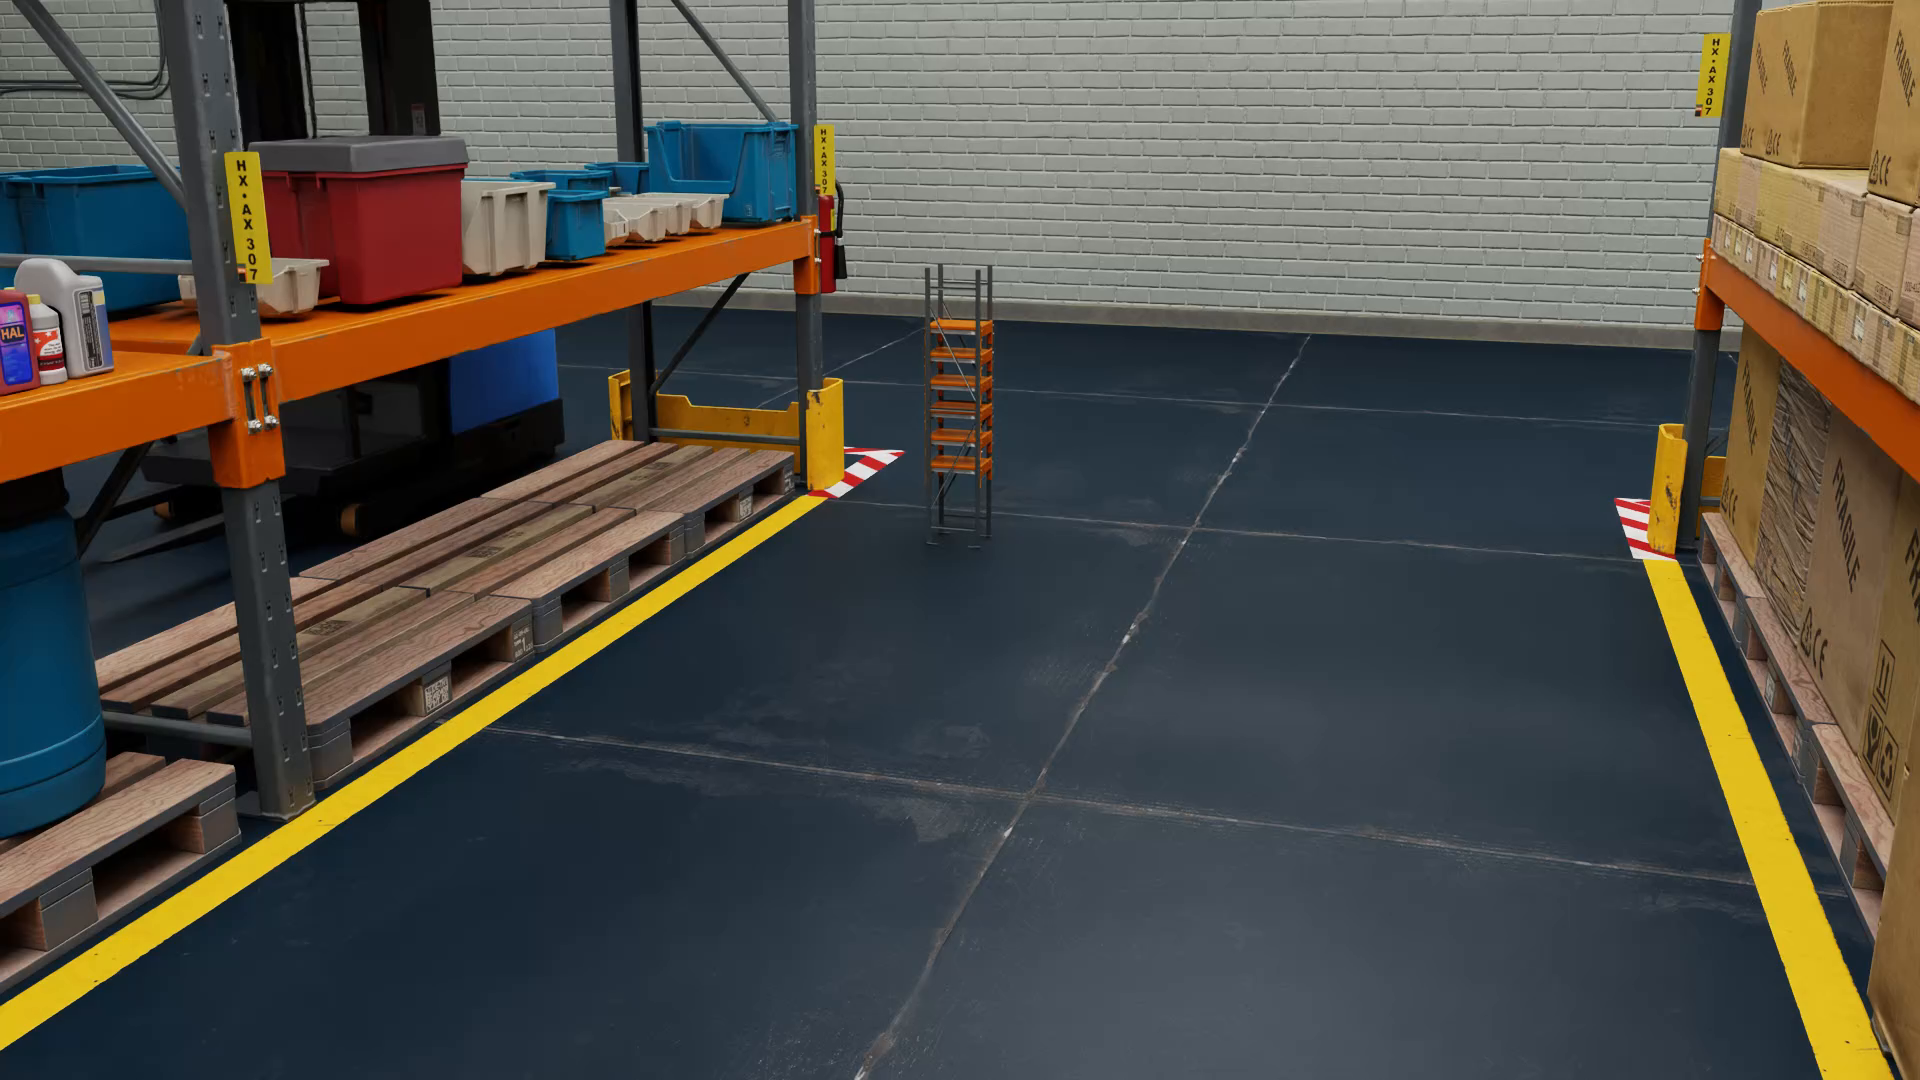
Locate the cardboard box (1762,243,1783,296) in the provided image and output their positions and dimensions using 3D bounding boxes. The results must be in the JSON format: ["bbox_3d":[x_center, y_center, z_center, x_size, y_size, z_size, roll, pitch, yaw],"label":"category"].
[{"bbox_3d":[2.794,-0.855,5.307,0.380,0.149,0.250,4,16,15],"label":"cardboard box"}]

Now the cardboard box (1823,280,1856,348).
[{"bbox_3d":[2.502,-0.587,4.361,0.380,0.149,0.250,5,17,17],"label":"cardboard box"}]

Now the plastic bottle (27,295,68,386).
[{"bbox_3d":[-2.120,-0.461,3.822,0.097,0.201,0.097,0,16,0],"label":"plastic bottle"}]

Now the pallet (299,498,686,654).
[{"bbox_3d":[-1.794,0.109,6.559,1.003,0.211,1.213,5,16,16],"label":"pallet"}]

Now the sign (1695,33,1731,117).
[{"bbox_3d":[3.044,-1.879,6.725,0.100,0.325,0.005,5,16,16],"label":"sign"}]

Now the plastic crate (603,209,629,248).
[{"bbox_3d":[-1.451,-1.210,6.472,0.298,0.136,0.250,5,16,16],"label":"plastic crate"}]

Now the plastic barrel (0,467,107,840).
[{"bbox_3d":[-2.482,0.231,4.093,0.600,0.901,0.708,5,16,16],"label":"plastic barrel"}]

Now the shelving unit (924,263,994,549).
[{"bbox_3d":[-0.004,-0.573,7.152,0.258,1.200,0.189,5,16,16],"label":"shelving unit"}]

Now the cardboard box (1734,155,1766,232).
[{"bbox_3d":[3.038,-1.209,5.826,0.500,0.250,0.500,4,16,15],"label":"cardboard box"}]

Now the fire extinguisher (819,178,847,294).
[{"bbox_3d":[-0.696,-1.551,8.127,0.296,0.674,0.183,5,16,16],"label":"fire extinguisher"}]

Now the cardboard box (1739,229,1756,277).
[{"bbox_3d":[2.940,-0.989,5.779,0.380,0.149,0.250,4,16,15],"label":"cardboard box"}]

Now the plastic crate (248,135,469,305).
[{"bbox_3d":[-1.817,-0.991,5.099,0.402,0.464,0.583,5,16,16],"label":"plastic crate"}]

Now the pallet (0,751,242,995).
[{"bbox_3d":[-2.570,0.823,4.041,1.003,0.211,1.213,5,16,16],"label":"pallet"}]

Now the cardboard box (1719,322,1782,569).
[{"bbox_3d":[3.469,-0.386,6.317,0.875,0.875,0.875,5,16,16],"label":"cardboard box"}]

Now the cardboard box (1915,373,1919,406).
[{"bbox_3d":[2.210,-0.317,3.412,0.380,0.149,0.250,5,17,16],"label":"cardboard box"}]

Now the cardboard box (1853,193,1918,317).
[{"bbox_3d":[2.456,-0.676,3.944,0.500,0.250,0.500,5,17,18],"label":"cardboard box"}]

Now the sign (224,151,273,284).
[{"bbox_3d":[-1.784,-0.807,4.171,0.100,0.325,0.005,5,16,16],"label":"sign"}]

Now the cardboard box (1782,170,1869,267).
[{"bbox_3d":[2.748,-0.941,4.881,0.500,0.250,0.500,4,16,15],"label":"cardboard box"}]

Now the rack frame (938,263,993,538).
[{"bbox_3d":[0.022,-0.597,7.237,0.240,1.200,0.006,5,16,16],"label":"rack frame"}]

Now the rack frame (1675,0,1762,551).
[{"bbox_3d":[3.575,-1.380,6.696,1.000,3.000,0.127,5,16,16],"label":"rack frame"}]

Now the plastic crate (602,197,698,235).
[{"bbox_3d":[-1.329,-1.364,7.013,0.396,0.136,0.243,5,16,16],"label":"plastic crate"}]

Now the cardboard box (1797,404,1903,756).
[{"bbox_3d":[2.958,0.085,4.657,0.875,0.875,0.875,5,16,16],"label":"cardboard box"}]

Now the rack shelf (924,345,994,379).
[{"bbox_3d":[-0.004,-0.762,7.099,0.258,0.103,0.180,5,16,16],"label":"rack shelf"}]

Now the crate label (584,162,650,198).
[{"bbox_3d":[-1.560,-1.673,7.928,0.416,0.233,0.303,5,16,16],"label":"crate label"}]

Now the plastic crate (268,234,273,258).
[{"bbox_3d":[-2.250,-0.927,5.496,0.437,0.125,0.590,5,16,16],"label":"plastic crate"}]

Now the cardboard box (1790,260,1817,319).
[{"bbox_3d":[2.649,-0.720,4.832,0.380,0.149,0.250,5,17,17],"label":"cardboard box"}]

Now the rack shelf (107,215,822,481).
[{"bbox_3d":[-1.743,-0.894,6.304,1.077,0.370,4.000,5,16,16],"label":"rack shelf"}]

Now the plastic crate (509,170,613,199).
[{"bbox_3d":[-1.747,-1.501,7.320,0.416,0.233,0.300,5,16,16],"label":"plastic crate"}]

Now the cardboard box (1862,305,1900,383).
[{"bbox_3d":[2.356,-0.452,3.886,0.380,0.149,0.250,4,16,15],"label":"cardboard box"}]

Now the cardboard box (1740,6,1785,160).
[{"bbox_3d":[3.037,-1.576,5.744,0.500,0.500,0.500,4,16,15],"label":"cardboard box"}]

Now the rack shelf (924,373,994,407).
[{"bbox_3d":[-0.004,-0.646,7.132,0.258,0.103,0.180,5,16,16],"label":"rack shelf"}]

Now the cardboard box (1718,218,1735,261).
[{"bbox_3d":[3.086,-1.124,6.256,0.380,0.149,0.250,4,16,15],"label":"cardboard box"}]

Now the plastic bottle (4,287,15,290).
[{"bbox_3d":[-2.238,-0.498,3.953,0.097,0.201,0.097,0,16,0],"label":"plastic bottle"}]

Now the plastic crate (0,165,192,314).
[{"bbox_3d":[-2.505,-0.887,4.879,0.392,0.384,0.575,5,16,16],"label":"plastic crate"}]

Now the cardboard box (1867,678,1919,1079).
[{"bbox_3d":[2.275,0.656,2.644,1.225,0.875,0.875,5,16,16],"label":"cardboard box"}]

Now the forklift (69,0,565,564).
[{"bbox_3d":[-3.047,-1.534,7.367,1.130,2.935,3.031,5,17,17],"label":"forklift"}]

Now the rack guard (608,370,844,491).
[{"bbox_3d":[-1.180,-0.568,8.417,1.175,0.500,0.348,5,16,16],"label":"rack guard"}]

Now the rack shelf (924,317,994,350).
[{"bbox_3d":[-0.004,-0.877,7.066,0.258,0.103,0.180,5,16,16],"label":"rack shelf"}]

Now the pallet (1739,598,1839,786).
[{"bbox_3d":[3.074,0.495,5.196,1.003,0.211,1.213,5,16,16],"label":"pallet"}]

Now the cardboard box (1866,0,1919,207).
[{"bbox_3d":[2.458,-1.037,3.843,0.500,0.500,0.500,5,17,16],"label":"cardboard box"}]

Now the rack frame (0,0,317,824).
[{"bbox_3d":[-2.311,-0.717,4.361,1.000,3.000,0.127,5,16,16],"label":"rack frame"}]
